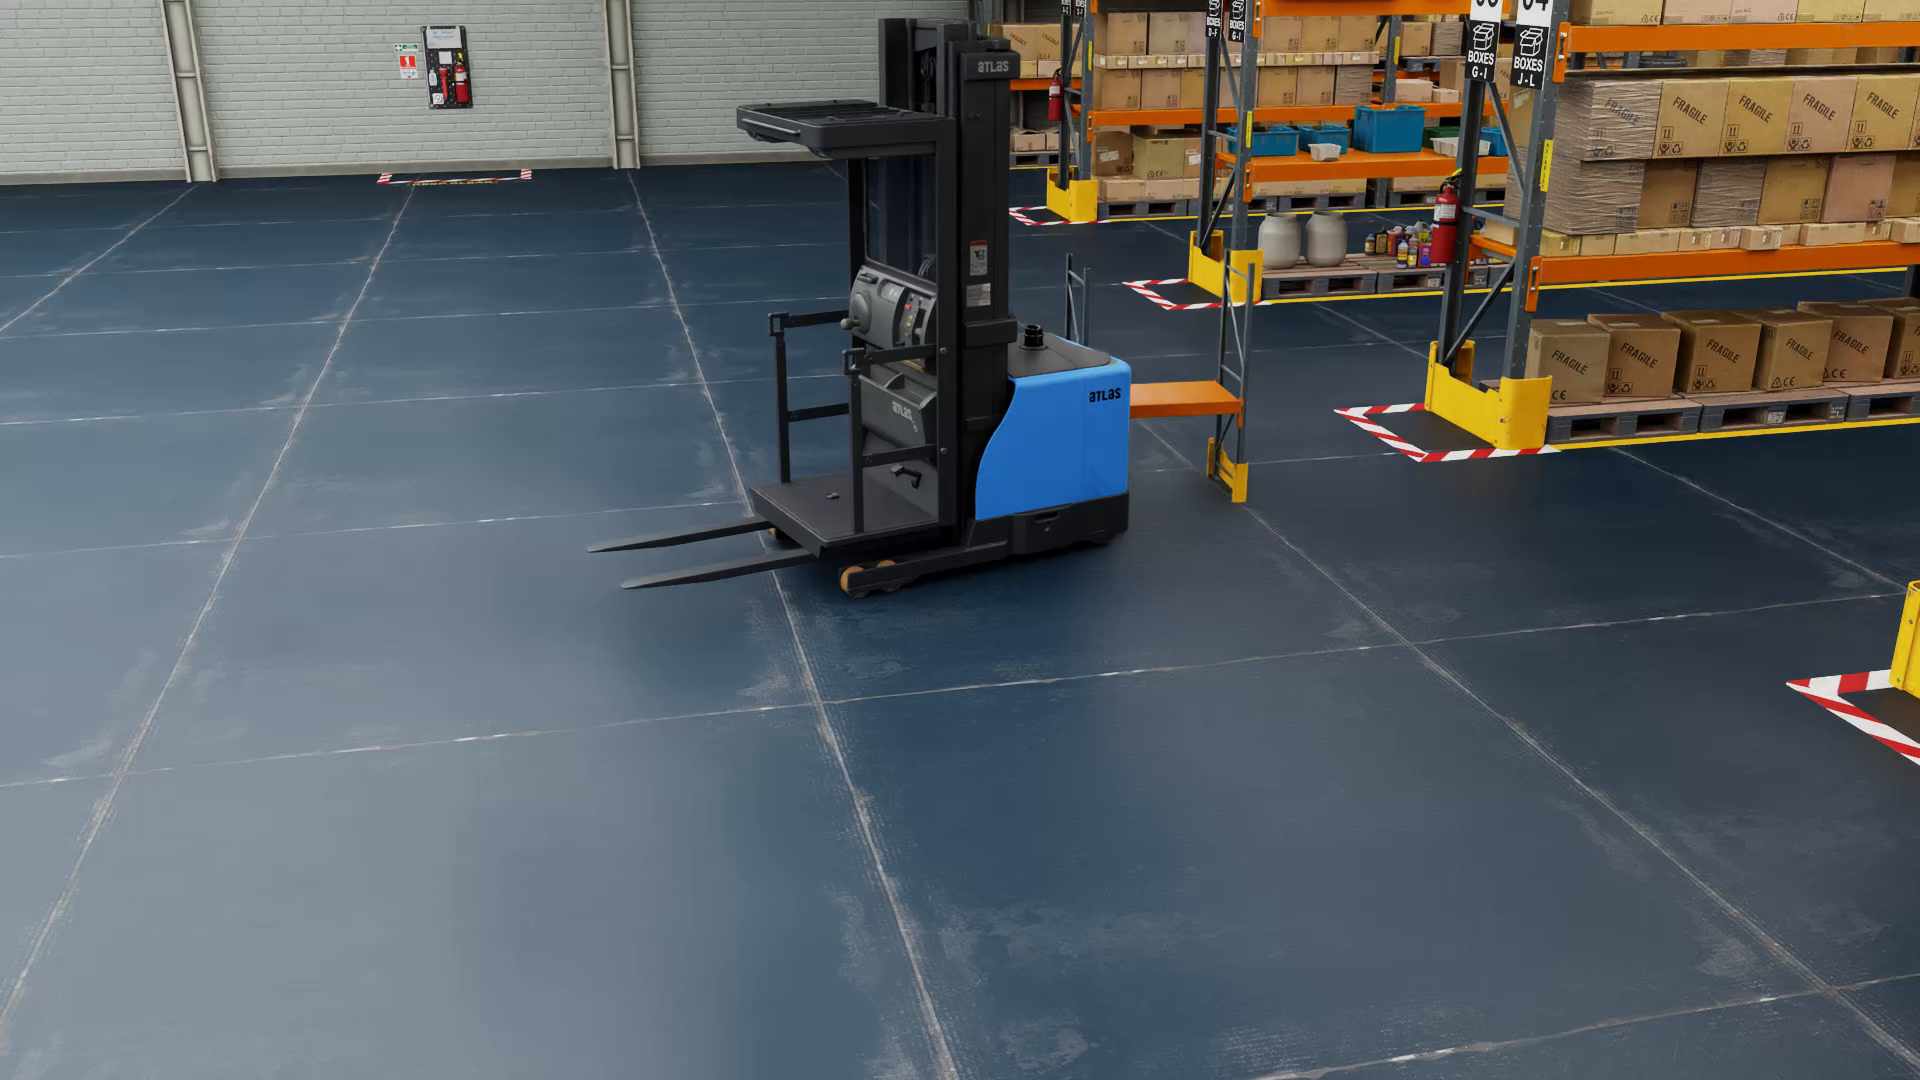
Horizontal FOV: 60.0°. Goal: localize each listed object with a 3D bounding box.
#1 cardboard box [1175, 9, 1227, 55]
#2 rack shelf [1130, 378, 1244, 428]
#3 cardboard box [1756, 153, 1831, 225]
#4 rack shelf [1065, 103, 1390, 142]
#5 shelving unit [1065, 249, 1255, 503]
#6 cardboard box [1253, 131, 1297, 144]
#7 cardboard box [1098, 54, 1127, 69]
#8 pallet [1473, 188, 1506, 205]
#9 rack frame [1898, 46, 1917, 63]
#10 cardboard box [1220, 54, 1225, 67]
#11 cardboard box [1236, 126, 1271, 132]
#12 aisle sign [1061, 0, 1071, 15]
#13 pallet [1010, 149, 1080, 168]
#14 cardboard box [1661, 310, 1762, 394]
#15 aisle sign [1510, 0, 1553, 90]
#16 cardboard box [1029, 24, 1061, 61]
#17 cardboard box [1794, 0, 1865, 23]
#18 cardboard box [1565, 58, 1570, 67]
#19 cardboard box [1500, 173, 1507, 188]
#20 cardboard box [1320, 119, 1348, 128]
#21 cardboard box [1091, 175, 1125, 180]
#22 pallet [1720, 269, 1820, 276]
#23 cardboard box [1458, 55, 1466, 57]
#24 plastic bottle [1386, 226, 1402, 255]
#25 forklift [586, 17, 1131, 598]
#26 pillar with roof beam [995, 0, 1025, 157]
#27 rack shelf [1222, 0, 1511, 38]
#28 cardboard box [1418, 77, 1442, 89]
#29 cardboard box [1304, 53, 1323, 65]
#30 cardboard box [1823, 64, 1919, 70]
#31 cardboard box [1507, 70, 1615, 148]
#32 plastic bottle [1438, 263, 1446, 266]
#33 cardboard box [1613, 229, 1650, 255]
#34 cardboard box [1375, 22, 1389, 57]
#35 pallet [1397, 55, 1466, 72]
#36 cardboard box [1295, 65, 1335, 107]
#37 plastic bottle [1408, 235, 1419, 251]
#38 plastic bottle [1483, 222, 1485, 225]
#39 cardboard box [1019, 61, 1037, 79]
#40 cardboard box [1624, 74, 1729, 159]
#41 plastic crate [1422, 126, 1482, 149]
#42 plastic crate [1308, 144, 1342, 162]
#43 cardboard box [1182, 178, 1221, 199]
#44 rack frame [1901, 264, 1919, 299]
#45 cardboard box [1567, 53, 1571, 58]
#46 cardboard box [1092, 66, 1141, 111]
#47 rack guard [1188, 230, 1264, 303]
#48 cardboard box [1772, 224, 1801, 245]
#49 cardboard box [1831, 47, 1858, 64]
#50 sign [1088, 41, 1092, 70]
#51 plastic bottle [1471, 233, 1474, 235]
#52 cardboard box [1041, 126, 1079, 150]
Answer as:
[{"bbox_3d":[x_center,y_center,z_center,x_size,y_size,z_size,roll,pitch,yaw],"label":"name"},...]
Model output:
[{"bbox_3d":[2.945,-6.320,20.675,0.500,0.500,0.700,-5,21,-12],"label":"cardboard box"},{"bbox_3d":[1.217,-0.843,10.457,1.000,0.185,0.538,-3,20,-9],"label":"rack shelf"},{"bbox_3d":[5.698,-2.589,11.942,0.500,0.500,0.875,-5,21,-12],"label":"cardboard box"},{"bbox_3d":[3.382,-5.364,21.142,4.000,0.370,1.077,-5,21,-12],"label":"rack shelf"},{"bbox_3d":[1.226,-1.012,10.397,1.083,1.500,0.587,-3,20,-9],"label":"shelving unit"},{"bbox_3d":[3.952,-4.932,21.214,0.500,0.500,0.500,-5,21,-12],"label":"cardboard box"},{"bbox_3d":[1.867,-5.854,20.346,0.250,0.149,0.380,-5,21,-13],"label":"cardboard box"},{"bbox_3d":[7.226,-4.720,22.392,1.213,0.211,1.003,-5,21,-12],"label":"pallet"},{"bbox_3d":[10.357,-4.518,17.788,0.127,3.000,1.000,-5,21,-12],"label":"rack frame"},{"bbox_3d":[3.120,-5.956,20.626,0.250,0.149,0.380,-5,21,-13],"label":"cardboard box"},{"bbox_3d":[3.832,-5.107,21.692,0.500,0.500,0.500,-5,21,-12],"label":"cardboard box"},{"bbox_3d":[1.304,-6.857,20.393,0.004,0.787,0.394,-5,21,-12],"label":"aisle sign"},{"bbox_3d":[1.165,-5.950,25.751,1.213,0.211,1.003,-5,21,-12],"label":"pallet"},{"bbox_3d":[5.510,-1.396,12.289,0.500,0.500,0.500,-3,20,-7],"label":"cardboard box"},{"bbox_3d":[3.720,-3.342,10.799,0.004,0.787,0.394,-5,21,-12],"label":"aisle sign"},{"bbox_3d":[1.309,-7.465,24.932,0.500,0.500,0.500,-5,21,-12],"label":"cardboard box"},{"bbox_3d":[5.729,-3.640,11.249,0.500,0.250,0.500,-4,21,-11],"label":"cardboard box"},{"bbox_3d":[9.697,-7.786,27.043,0.250,0.149,0.380,-4,21,-12],"label":"cardboard box"},{"bbox_3d":[7.274,-4.837,22.045,0.500,0.250,0.500,-4,21,-11],"label":"cardboard box"},{"bbox_3d":[5.894,-6.699,26.736,0.500,0.500,0.700,-4,21,-12],"label":"cardboard box"},{"bbox_3d":[1.889,-4.591,21.373,0.500,0.250,0.500,-5,21,-12],"label":"cardboard box"},{"bbox_3d":[8.409,-3.065,17.875,1.213,0.211,1.003,-5,21,-12],"label":"pallet"},{"bbox_3d":[8.335,-7.837,27.185,0.250,0.149,0.380,-4,21,-12],"label":"cardboard box"},{"bbox_3d":[4.510,-3.116,17.279,0.135,0.276,0.152,-4,21,-12],"label":"plastic bottle"},{"bbox_3d":[-0.552,-1.272,9.026,3.031,2.935,1.130,-11,23,-27],"label":"forklift"},{"bbox_3d":[1.765,-8.922,21.088,0.400,9.000,9.100,-5,21,-12],"label":"pillar with roof beam"},{"bbox_3d":[4.518,-5.114,16.099,4.000,0.370,1.077,-5,21,-12],"label":"rack shelf"},{"bbox_3d":[6.141,-5.928,21.832,0.258,0.266,0.396,-5,21,-14],"label":"cardboard box"},{"bbox_3d":[4.362,-6.057,20.899,0.250,0.149,0.380,-5,21,-13],"label":"cardboard box"},{"bbox_3d":[6.621,-3.209,12.183,0.500,0.500,0.500,-5,21,-12],"label":"cardboard box"},{"bbox_3d":[4.190,-3.009,11.638,0.500,0.500,0.500,-5,21,-12],"label":"cardboard box"},{"bbox_3d":[4.839,-2.885,16.656,0.097,0.271,0.097,0,20,0],"label":"plastic bottle"},{"bbox_3d":[4.538,-2.080,11.497,0.250,0.149,0.380,-5,21,-12],"label":"cardboard box"},{"bbox_3d":[6.415,-7.941,26.348,0.500,0.500,0.700,-5,21,-12],"label":"cardboard box"},{"bbox_3d":[7.408,-7.652,26.622,1.003,0.211,1.213,-5,21,-12],"label":"pallet"},{"bbox_3d":[4.386,-5.826,21.212,0.500,0.500,0.700,-5,21,-13],"label":"cardboard box"},{"bbox_3d":[4.691,-3.051,17.212,0.097,0.201,0.097,0,20,0],"label":"plastic bottle"},{"bbox_3d":[5.583,-3.239,17.508,0.185,0.351,0.144,-4,21,-11],"label":"plastic bottle"},{"bbox_3d":[0.840,-7.072,24.950,0.500,0.250,0.500,-5,21,-14],"label":"cardboard box"},{"bbox_3d":[4.797,-2.873,11.264,0.500,0.500,0.500,-5,21,-12],"label":"cardboard box"},{"bbox_3d":[5.078,-4.089,16.925,0.662,0.188,0.450,-5,21,-12],"label":"plastic crate"},{"bbox_3d":[3.517,-3.724,16.004,0.250,0.136,0.298,-5,21,-12],"label":"plastic crate"},{"bbox_3d":[2.981,-4.498,21.119,0.500,0.250,0.500,-5,21,-12],"label":"cardboard box"},{"bbox_3d":[7.604,-2.544,12.398,0.127,3.000,1.000,-5,21,-12],"label":"rack frame"},{"bbox_3d":[9.604,-8.060,26.851,0.500,0.500,0.500,-5,21,-13],"label":"cardboard box"},{"bbox_3d":[1.893,-5.623,20.658,0.500,0.500,0.700,-5,21,-12],"label":"cardboard box"},{"bbox_3d":[2.635,-2.733,16.549,0.348,0.500,1.175,-5,21,-12],"label":"rack guard"},{"bbox_3d":[5.738,-2.202,11.831,0.250,0.149,0.380,-5,21,-12],"label":"cardboard box"},{"bbox_3d":[11.946,-6.699,22.985,0.500,0.500,0.700,-1,20,-4],"label":"cardboard box"},{"bbox_3d":[1.557,-5.801,19.915,0.005,0.325,0.100,-5,21,-12],"label":"sign"},{"bbox_3d":[5.219,-2.969,16.867,0.133,0.283,0.061,-5,21,-12],"label":"plastic bottle"},{"bbox_3d":[1.541,-6.215,25.689,0.500,0.311,0.500,-3,20,-8],"label":"cardboard box"}]
